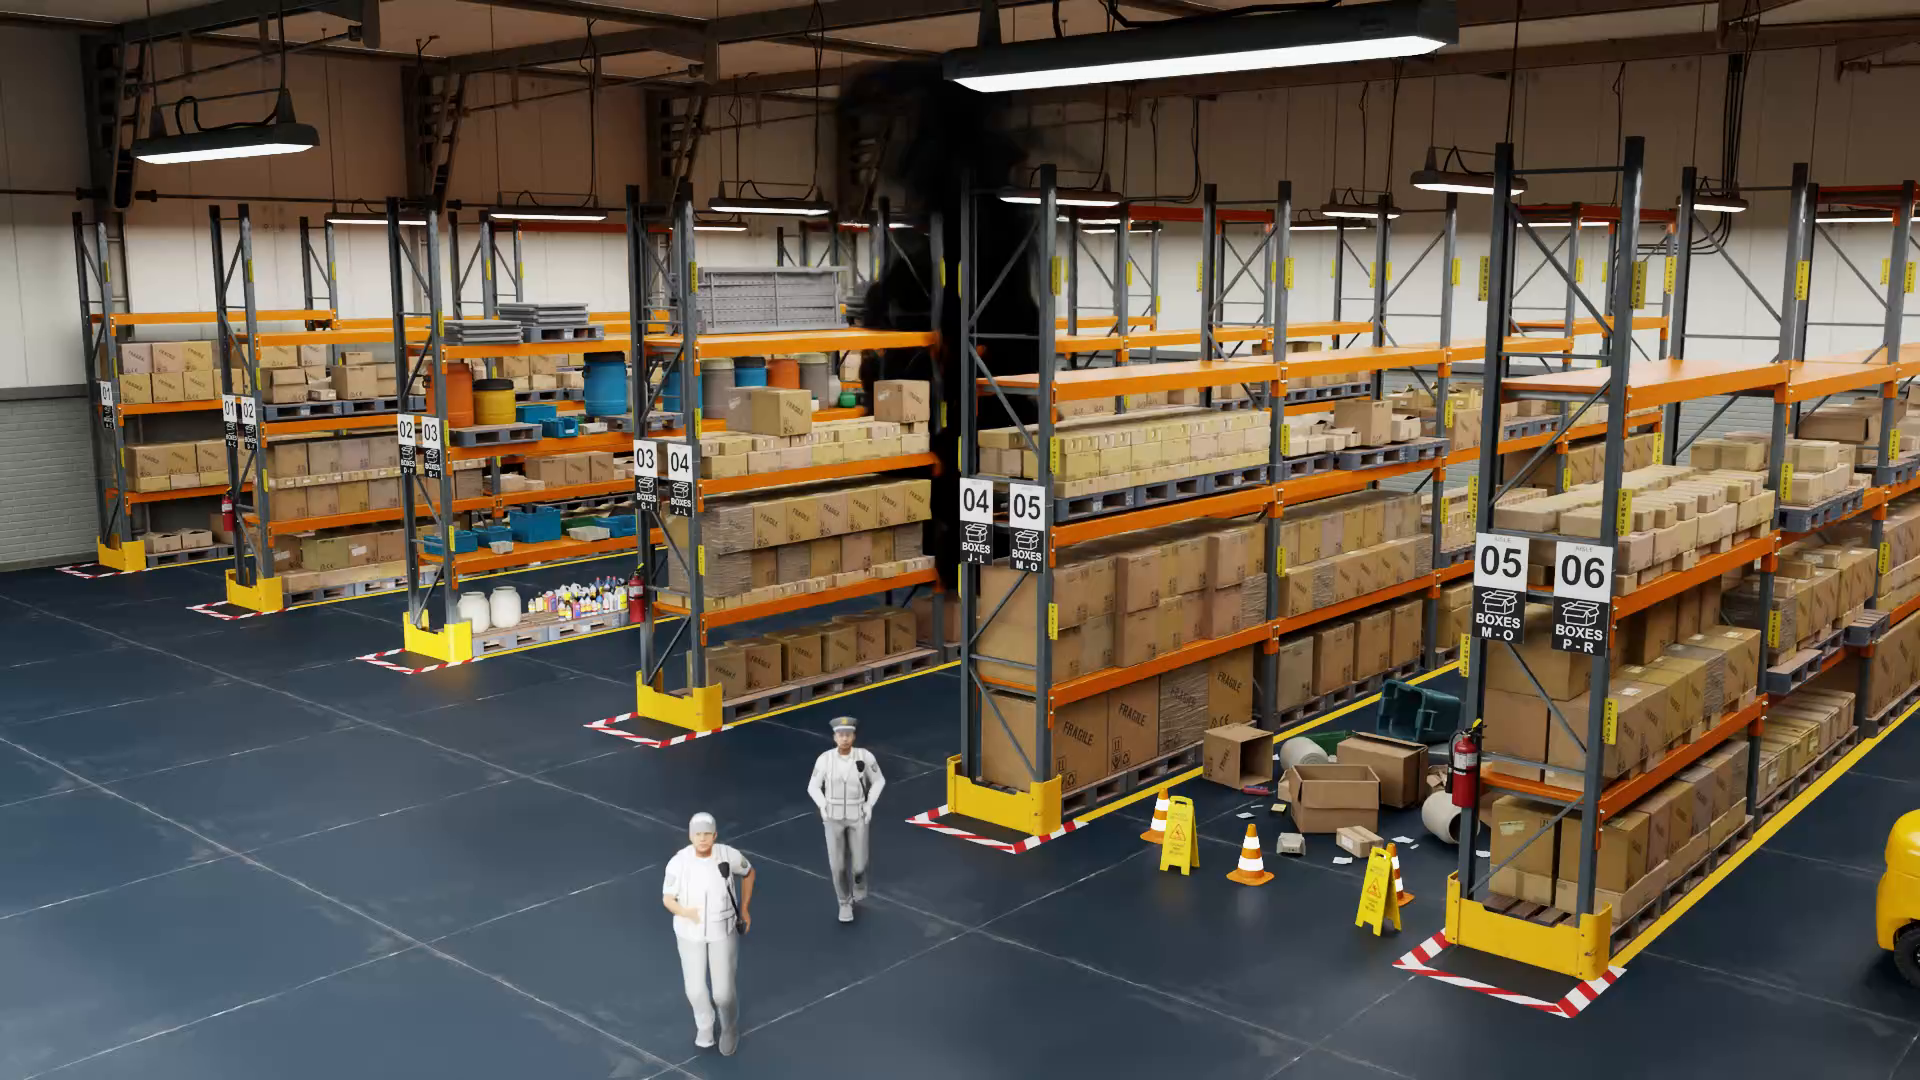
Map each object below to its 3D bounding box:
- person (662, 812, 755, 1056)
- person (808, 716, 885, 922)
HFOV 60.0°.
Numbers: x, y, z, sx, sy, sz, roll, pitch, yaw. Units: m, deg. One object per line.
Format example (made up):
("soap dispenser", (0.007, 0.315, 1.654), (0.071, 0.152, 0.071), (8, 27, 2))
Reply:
("person", (-1.635, 2.579, 10.827), (0.582, 1.651, 0.652), (-1, 9, -3))
("person", (-0.896, 2.192, 13.140), (0.610, 1.650, 0.566), (0, 9, -2))
